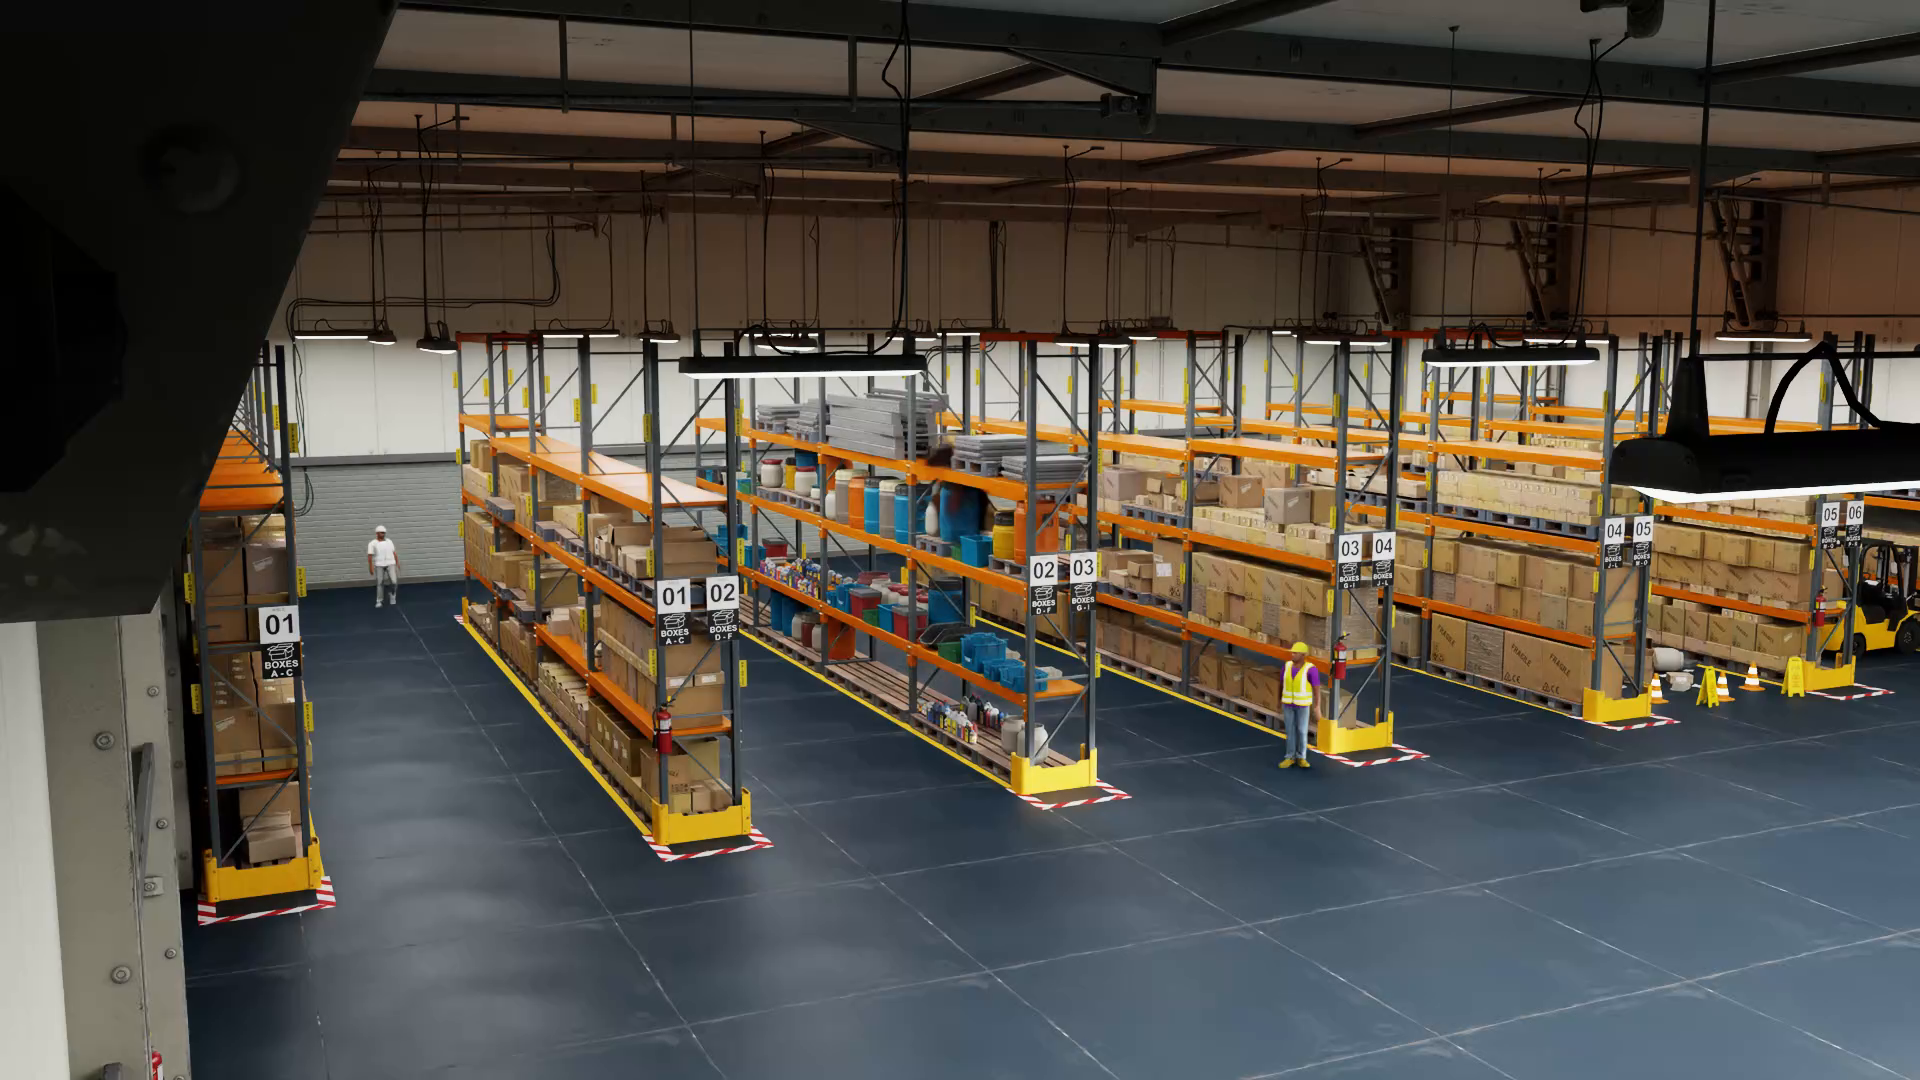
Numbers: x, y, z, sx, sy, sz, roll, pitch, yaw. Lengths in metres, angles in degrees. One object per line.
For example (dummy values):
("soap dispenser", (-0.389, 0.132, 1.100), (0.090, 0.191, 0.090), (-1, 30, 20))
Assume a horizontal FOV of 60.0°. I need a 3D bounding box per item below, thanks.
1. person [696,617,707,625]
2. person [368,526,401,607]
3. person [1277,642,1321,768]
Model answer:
("person", (-4.712, 1.439, 30.195), (0.638, 1.736, 0.785), (-3, 8, -20))
("person", (-12.565, 0.571, 36.297), (0.669, 1.758, 0.531), (-3, 8, -21))
("person", (4.755, 2.319, 23.345), (0.703, 1.786, 0.341), (5, 9, 32))
